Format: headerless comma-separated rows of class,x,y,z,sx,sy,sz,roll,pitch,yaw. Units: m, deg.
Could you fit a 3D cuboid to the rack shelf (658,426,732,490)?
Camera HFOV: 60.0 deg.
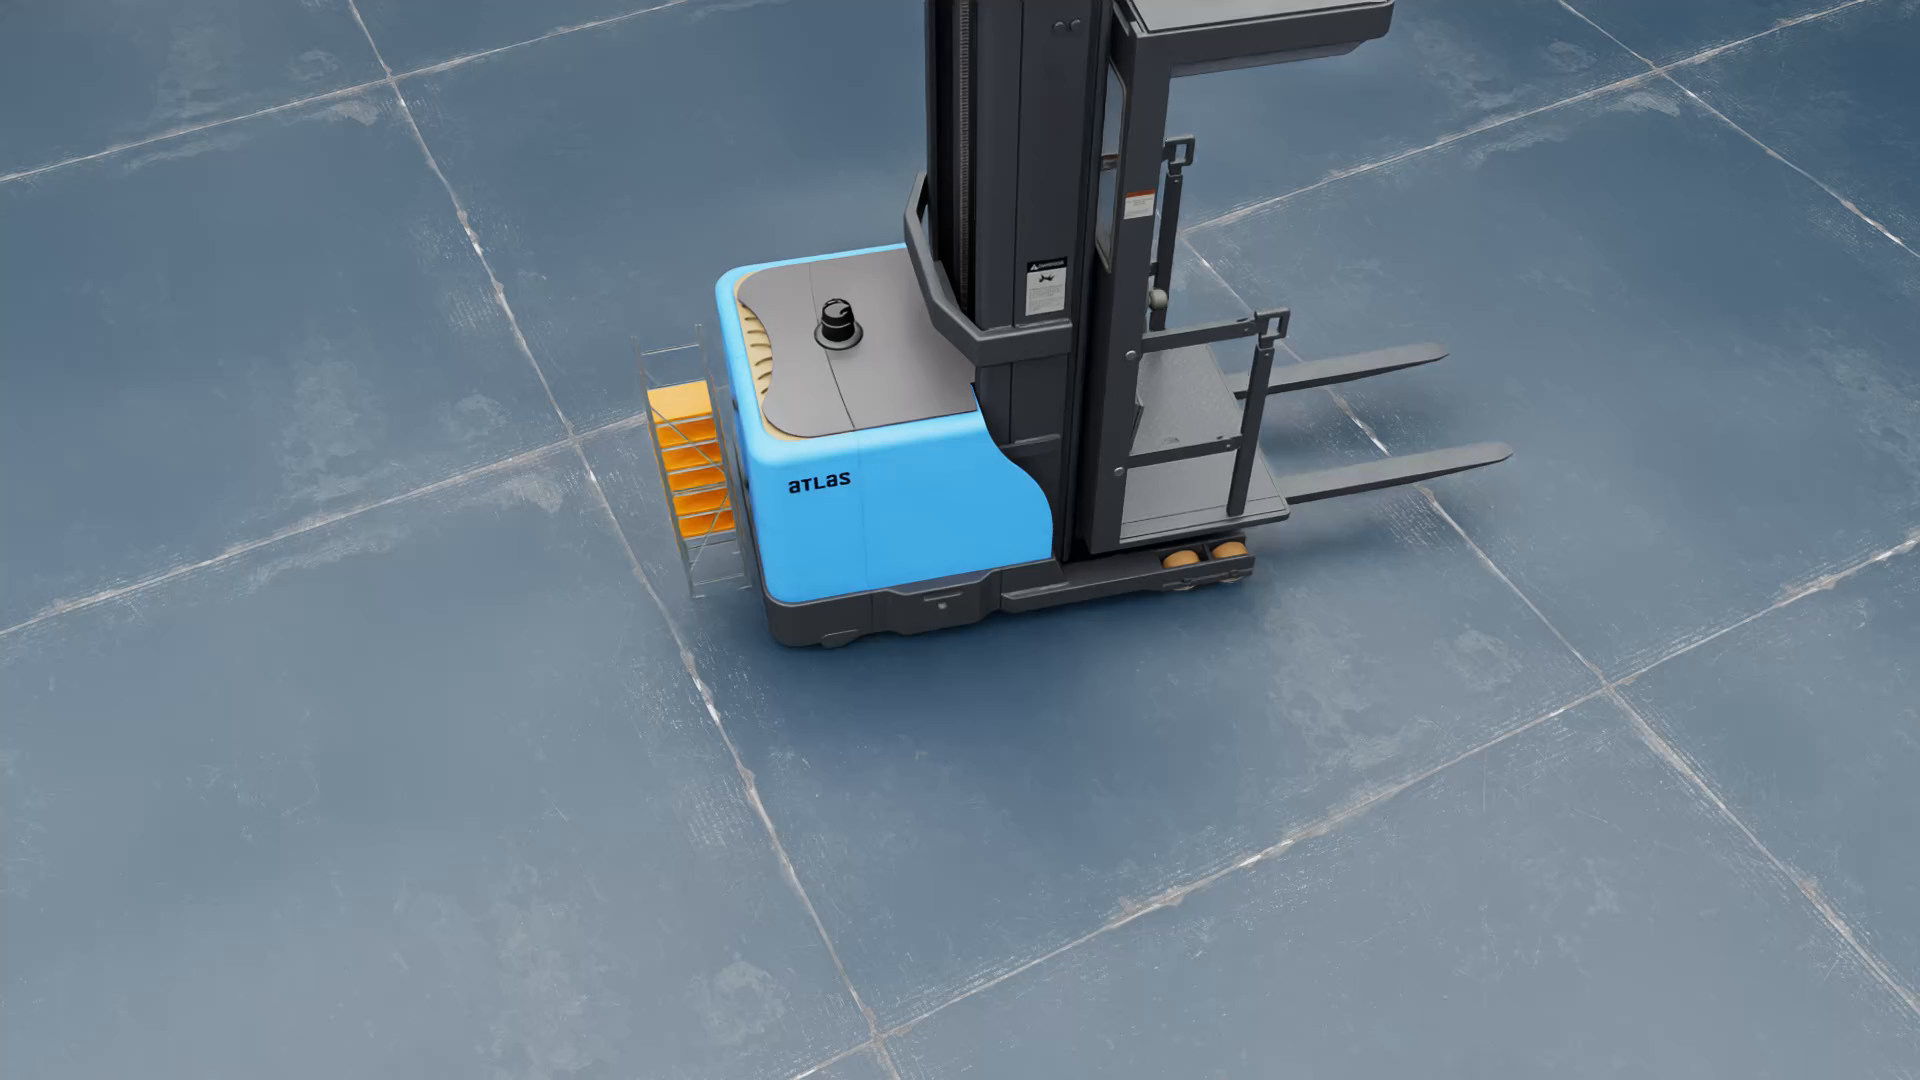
rack shelf,-0.965,-0.304,6.005,0.258,0.103,0.180,-11,50,-7

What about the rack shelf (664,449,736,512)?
rack shelf,-0.962,-0.225,6.096,0.258,0.103,0.180,-11,50,-7

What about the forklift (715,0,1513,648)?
forklift,0.663,-1.147,5.699,3.031,2.935,1.130,-10,50,-9

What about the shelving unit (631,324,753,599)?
shelving unit,-0.963,-0.254,6.062,0.258,1.200,0.189,-11,50,-7

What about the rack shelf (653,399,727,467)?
rack shelf,-0.969,-0.382,5.914,0.258,0.103,0.180,-11,50,-7

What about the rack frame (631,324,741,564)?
rack frame,-0.984,-0.321,6.121,0.240,1.200,0.006,-11,50,-7

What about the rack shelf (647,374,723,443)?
rack shelf,-0.973,-0.460,5.823,0.258,0.103,0.180,-11,50,-7

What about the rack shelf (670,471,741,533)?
rack shelf,-0.958,-0.147,6.187,0.258,0.103,0.180,-11,50,-7

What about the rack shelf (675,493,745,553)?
rack shelf,-0.954,-0.069,6.278,0.258,0.103,0.180,-11,50,-7

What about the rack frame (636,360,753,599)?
rack frame,-0.942,-0.187,6.004,0.240,1.200,0.006,-11,50,-7
